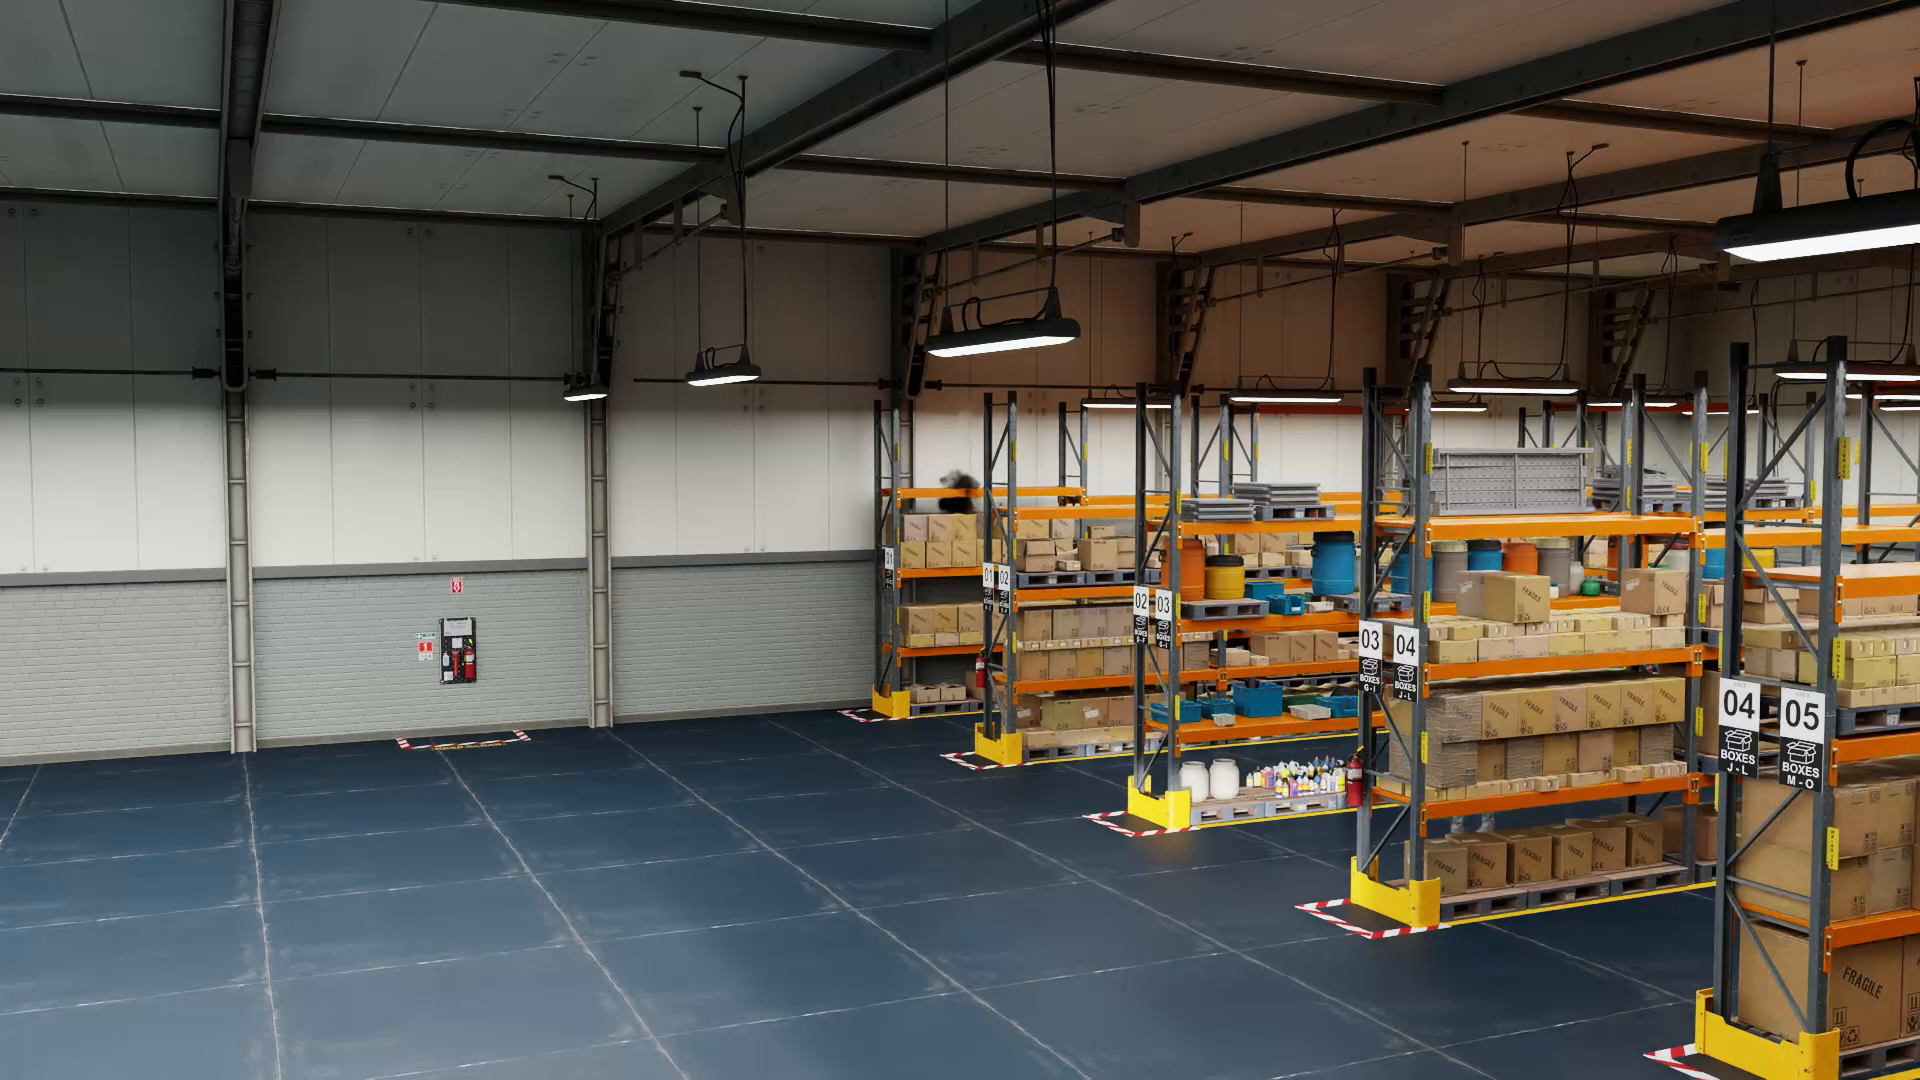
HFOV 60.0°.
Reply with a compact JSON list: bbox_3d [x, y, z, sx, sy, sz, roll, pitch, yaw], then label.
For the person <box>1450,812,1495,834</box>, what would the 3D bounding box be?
[{"bbox_3d":[6.669,3.019,21.641,0.788,1.840,0.668,-2,4,-31],"label":"person"}]
